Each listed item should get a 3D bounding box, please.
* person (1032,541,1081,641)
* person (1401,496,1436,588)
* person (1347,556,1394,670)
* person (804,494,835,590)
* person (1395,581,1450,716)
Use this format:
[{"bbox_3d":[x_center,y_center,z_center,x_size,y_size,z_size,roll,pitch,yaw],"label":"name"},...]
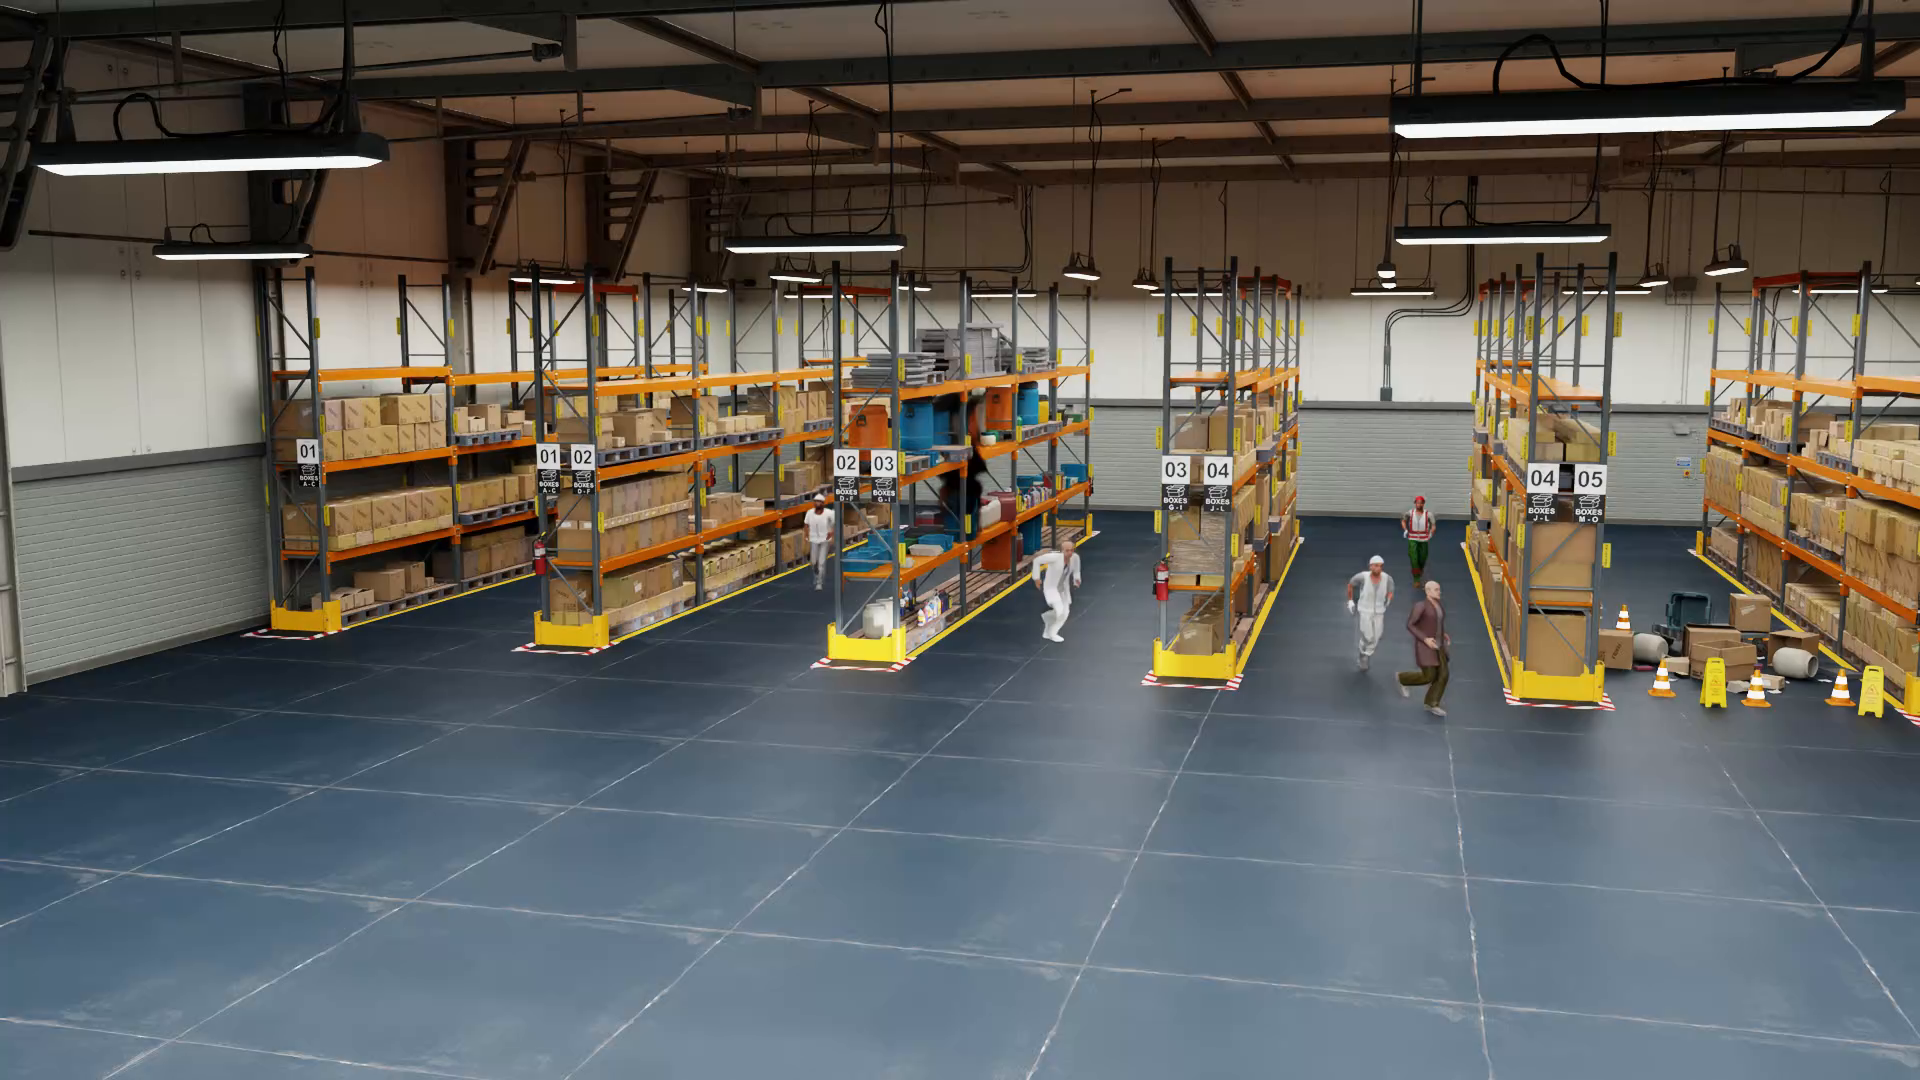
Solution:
[{"bbox_3d":[1.479,0.788,25.318,0.737,1.605,0.868,-4,8,-26],"label":"person"},{"bbox_3d":[8.963,0.014,32.546,0.655,1.774,0.845,2,8,16],"label":"person"},{"bbox_3d":[6.019,1.068,24.248,0.625,1.716,0.674,-1,7,-8],"label":"person"},{"bbox_3d":[-2.520,0.034,30.155,0.691,1.741,0.572,1,7,11],"label":"person"},{"bbox_3d":[6.112,1.396,21.851,0.730,1.750,0.778,-6,9,-39],"label":"person"}]
